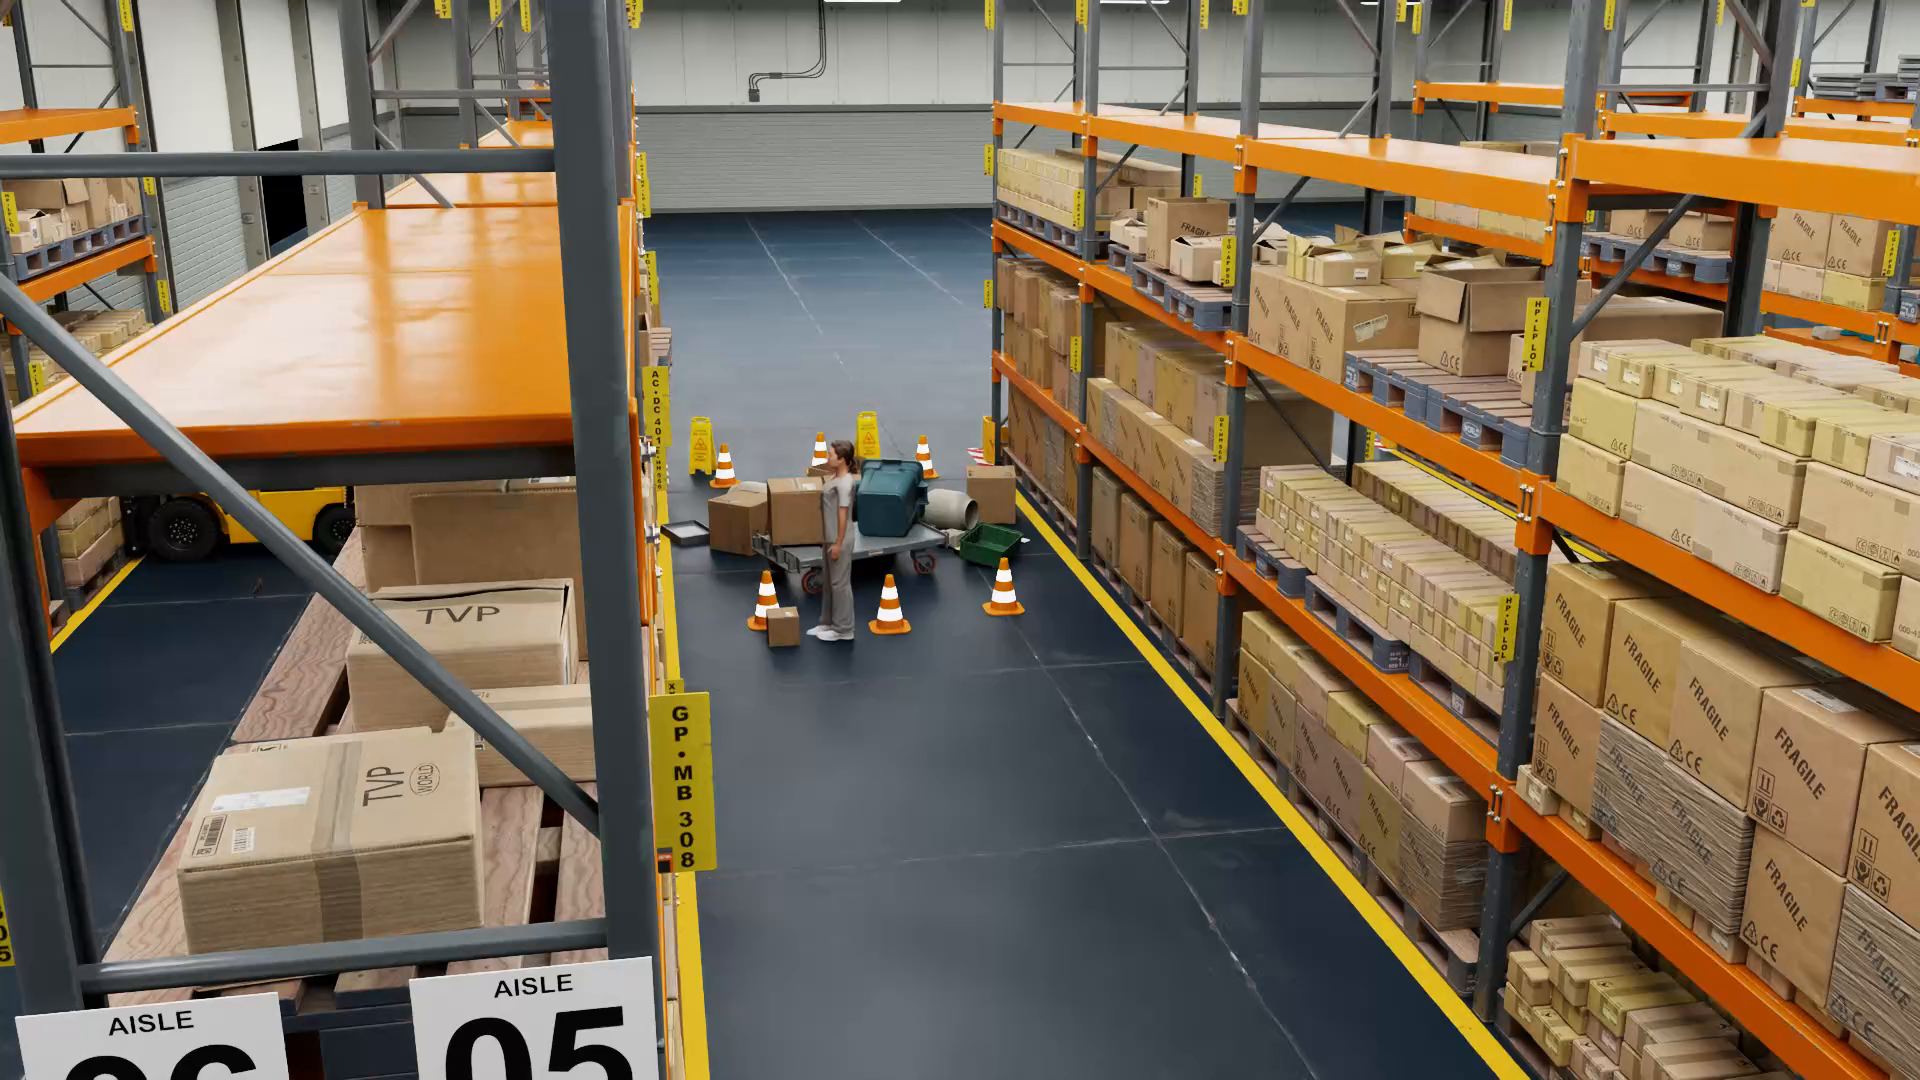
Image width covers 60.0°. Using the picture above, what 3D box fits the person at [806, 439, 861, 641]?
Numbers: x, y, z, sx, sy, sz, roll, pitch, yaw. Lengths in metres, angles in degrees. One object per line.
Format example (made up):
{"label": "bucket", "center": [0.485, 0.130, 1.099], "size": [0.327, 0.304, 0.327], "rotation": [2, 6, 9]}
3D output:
{"label": "person", "center": [-1.024, 0.014, 13.517], "size": [0.469, 1.696, 0.447], "rotation": [-3, 17, -10]}
